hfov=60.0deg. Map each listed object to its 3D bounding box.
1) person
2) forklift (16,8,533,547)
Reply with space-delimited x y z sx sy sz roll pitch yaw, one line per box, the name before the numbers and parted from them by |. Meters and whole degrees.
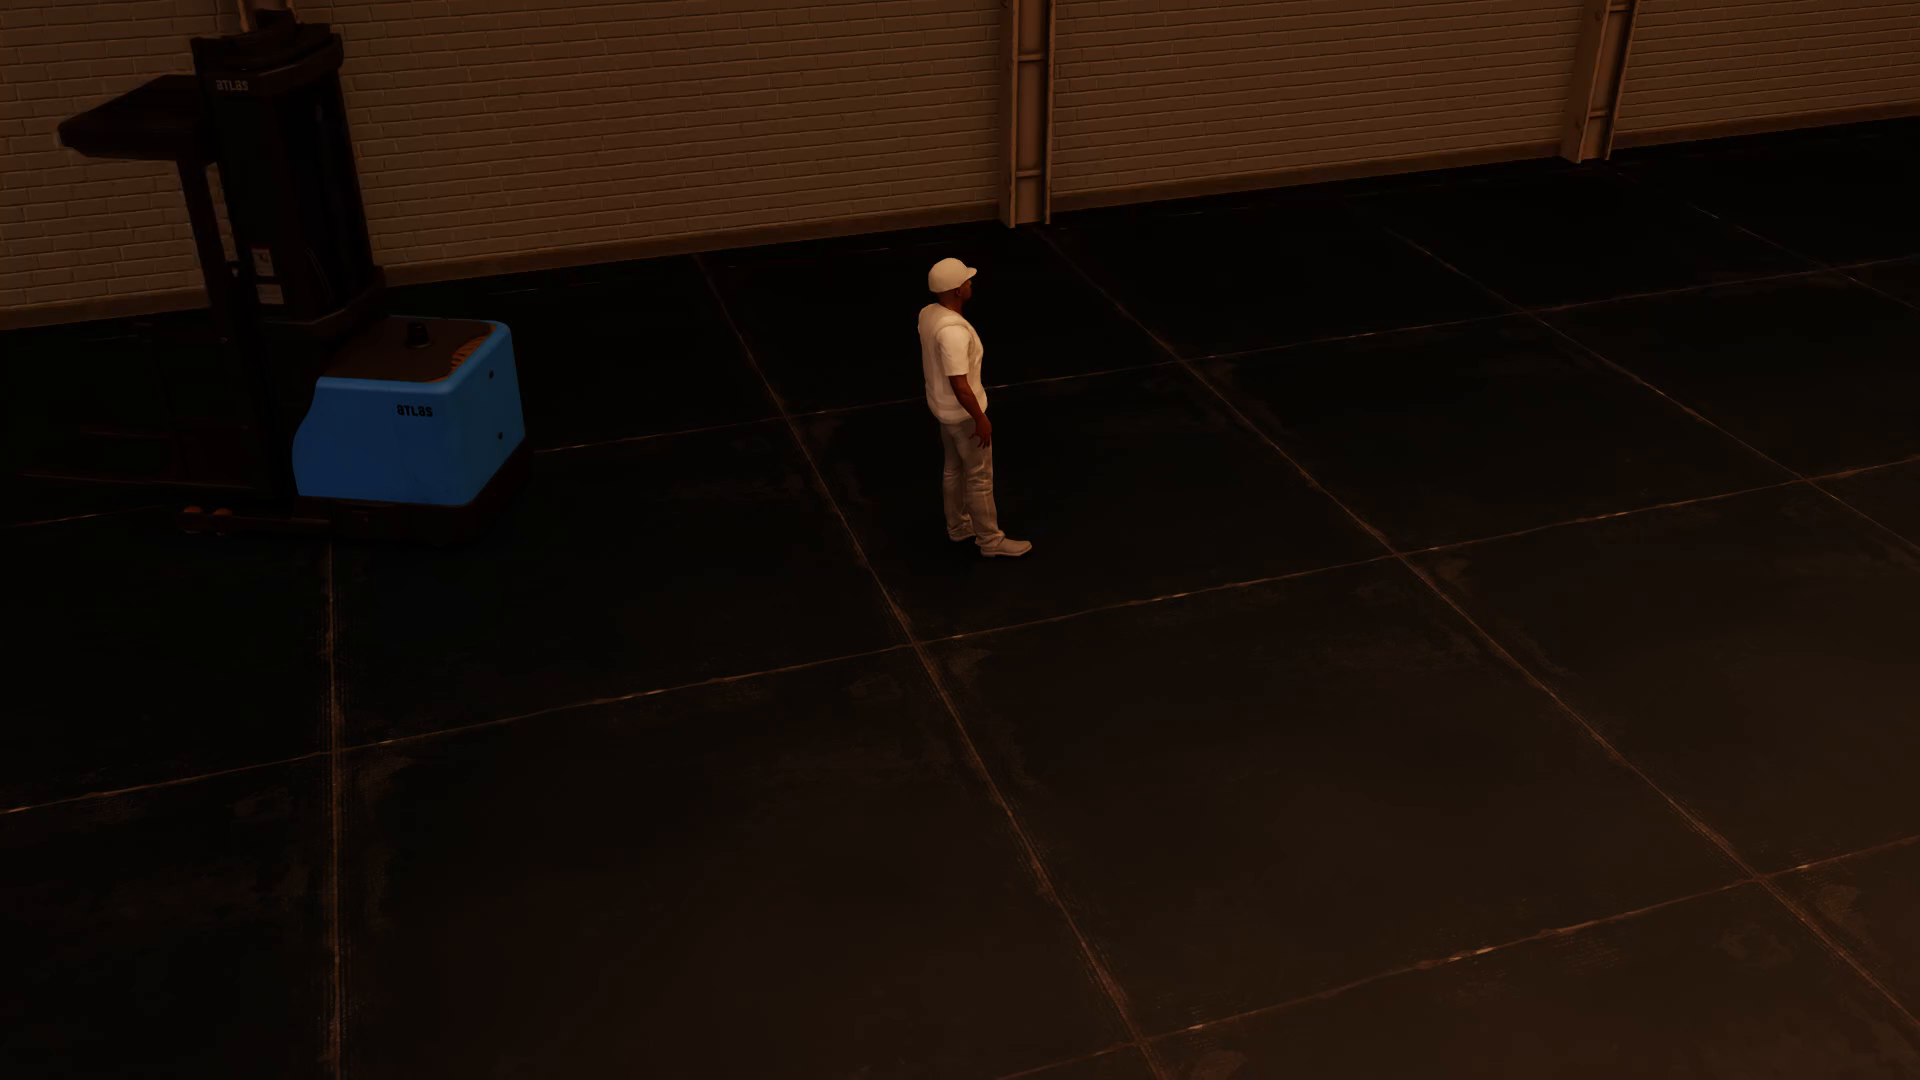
person | 0.068 -0.780 9.596 0.577 1.765 0.665 -10 31 -16
forklift | -4.301 -1.549 9.778 3.031 2.935 1.130 4 30 7
